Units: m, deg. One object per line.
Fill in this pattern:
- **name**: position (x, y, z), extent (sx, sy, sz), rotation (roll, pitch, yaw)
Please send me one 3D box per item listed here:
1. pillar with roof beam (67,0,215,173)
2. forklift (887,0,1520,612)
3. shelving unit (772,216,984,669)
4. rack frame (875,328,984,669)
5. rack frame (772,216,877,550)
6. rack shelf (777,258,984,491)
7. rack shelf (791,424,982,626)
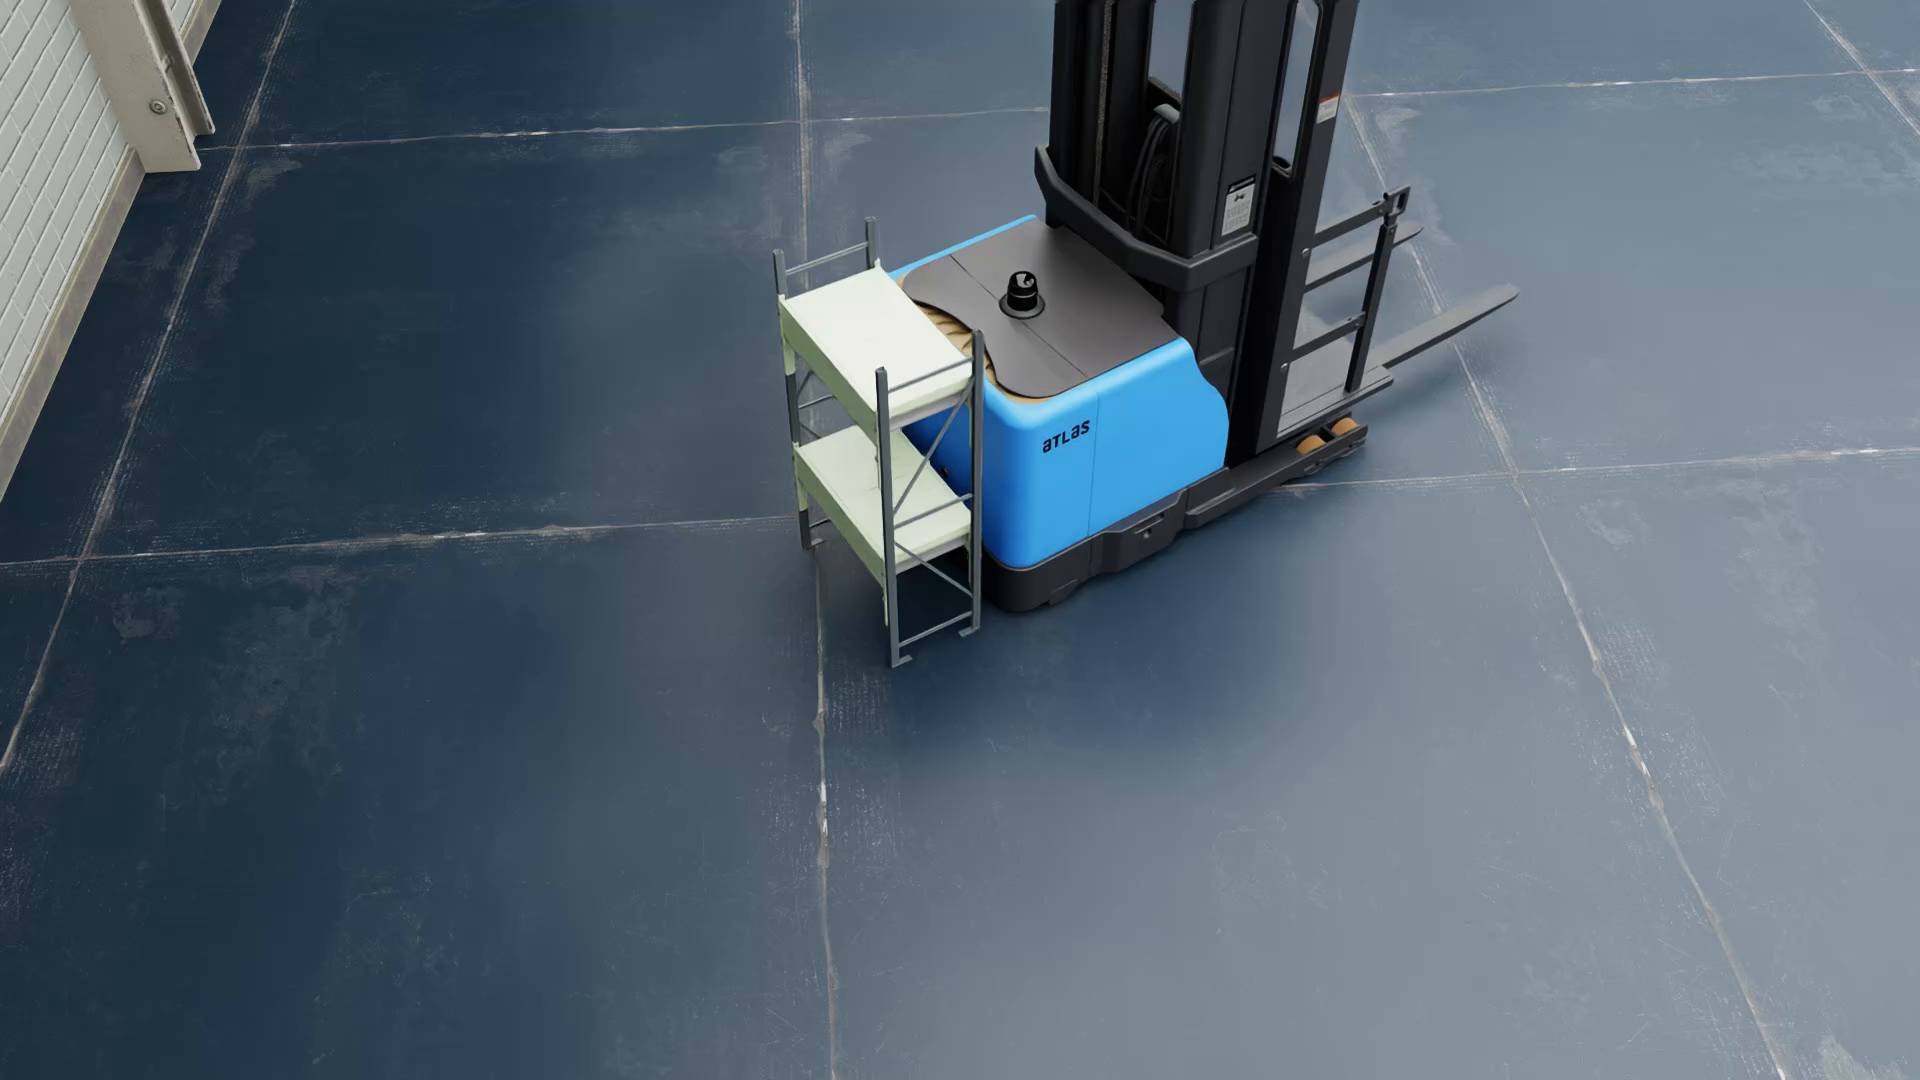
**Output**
- **pillar with roof beam**: position (0.125, -5.431, 5.833), extent (9.100, 9.000, 0.400), rotation (-3, 47, -3)
- **forklift**: position (1.151, -1.583, 6.367), extent (3.031, 2.935, 1.130), rotation (-27, 52, -23)
- **shelving unit**: position (-0.286, -0.328, 6.164), extent (0.431, 1.500, 0.755), rotation (-24, 51, -21)
- **rack frame**: position (-0.097, -0.101, 5.949), extent (0.400, 1.500, 0.023), rotation (-24, 51, -21)
- **rack frame**: position (-0.476, -0.556, 6.380), extent (0.400, 1.500, 0.023), rotation (-24, 51, -21)
- **rack shelf**: position (-0.286, -0.597, 5.881), extent (0.431, 0.370, 0.720), rotation (-24, 51, -21)
- **rack shelf**: position (-0.286, -0.104, 6.401), extent (0.431, 0.370, 0.720), rotation (-24, 51, -21)
